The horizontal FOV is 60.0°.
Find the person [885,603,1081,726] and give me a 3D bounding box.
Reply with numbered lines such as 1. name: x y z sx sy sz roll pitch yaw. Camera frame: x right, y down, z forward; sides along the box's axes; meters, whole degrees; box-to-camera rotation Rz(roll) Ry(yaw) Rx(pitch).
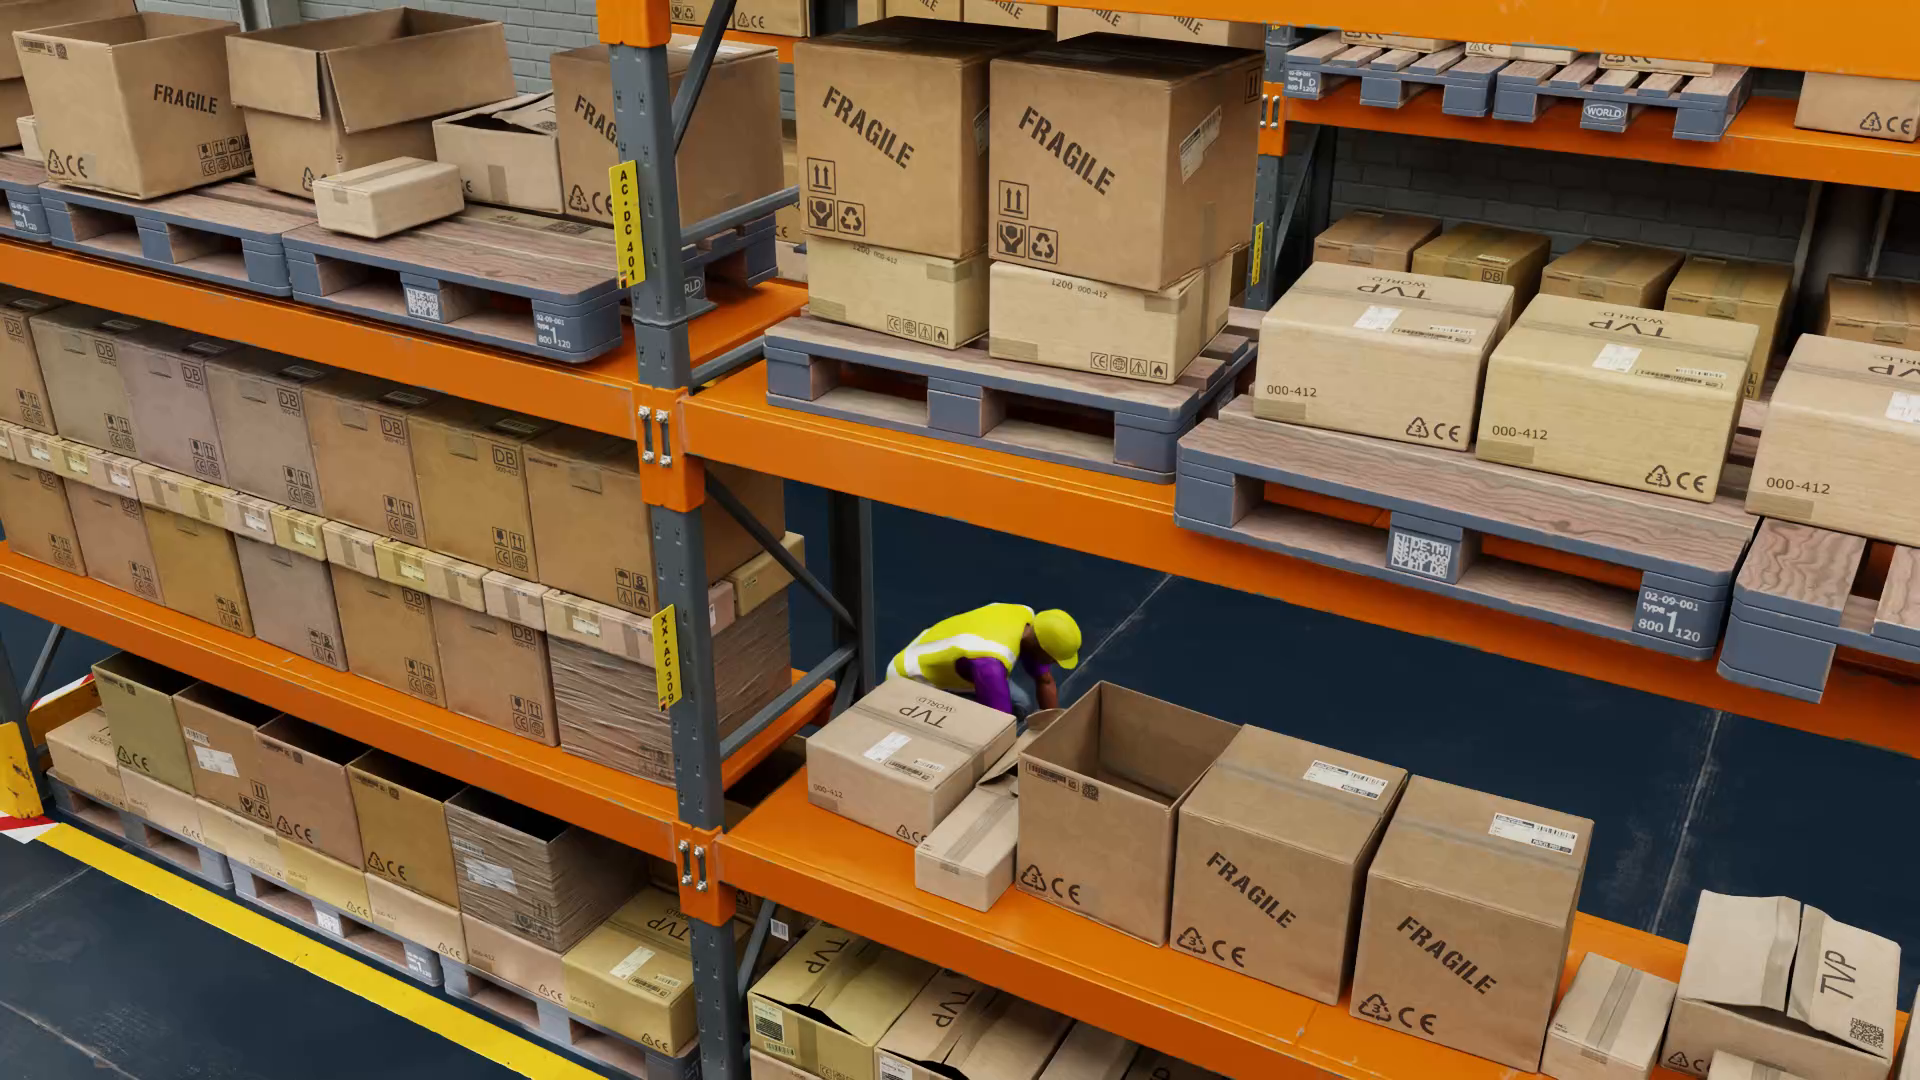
1. person: 0.123 0.695 7.632 0.890 0.995 0.585 14 30 26
